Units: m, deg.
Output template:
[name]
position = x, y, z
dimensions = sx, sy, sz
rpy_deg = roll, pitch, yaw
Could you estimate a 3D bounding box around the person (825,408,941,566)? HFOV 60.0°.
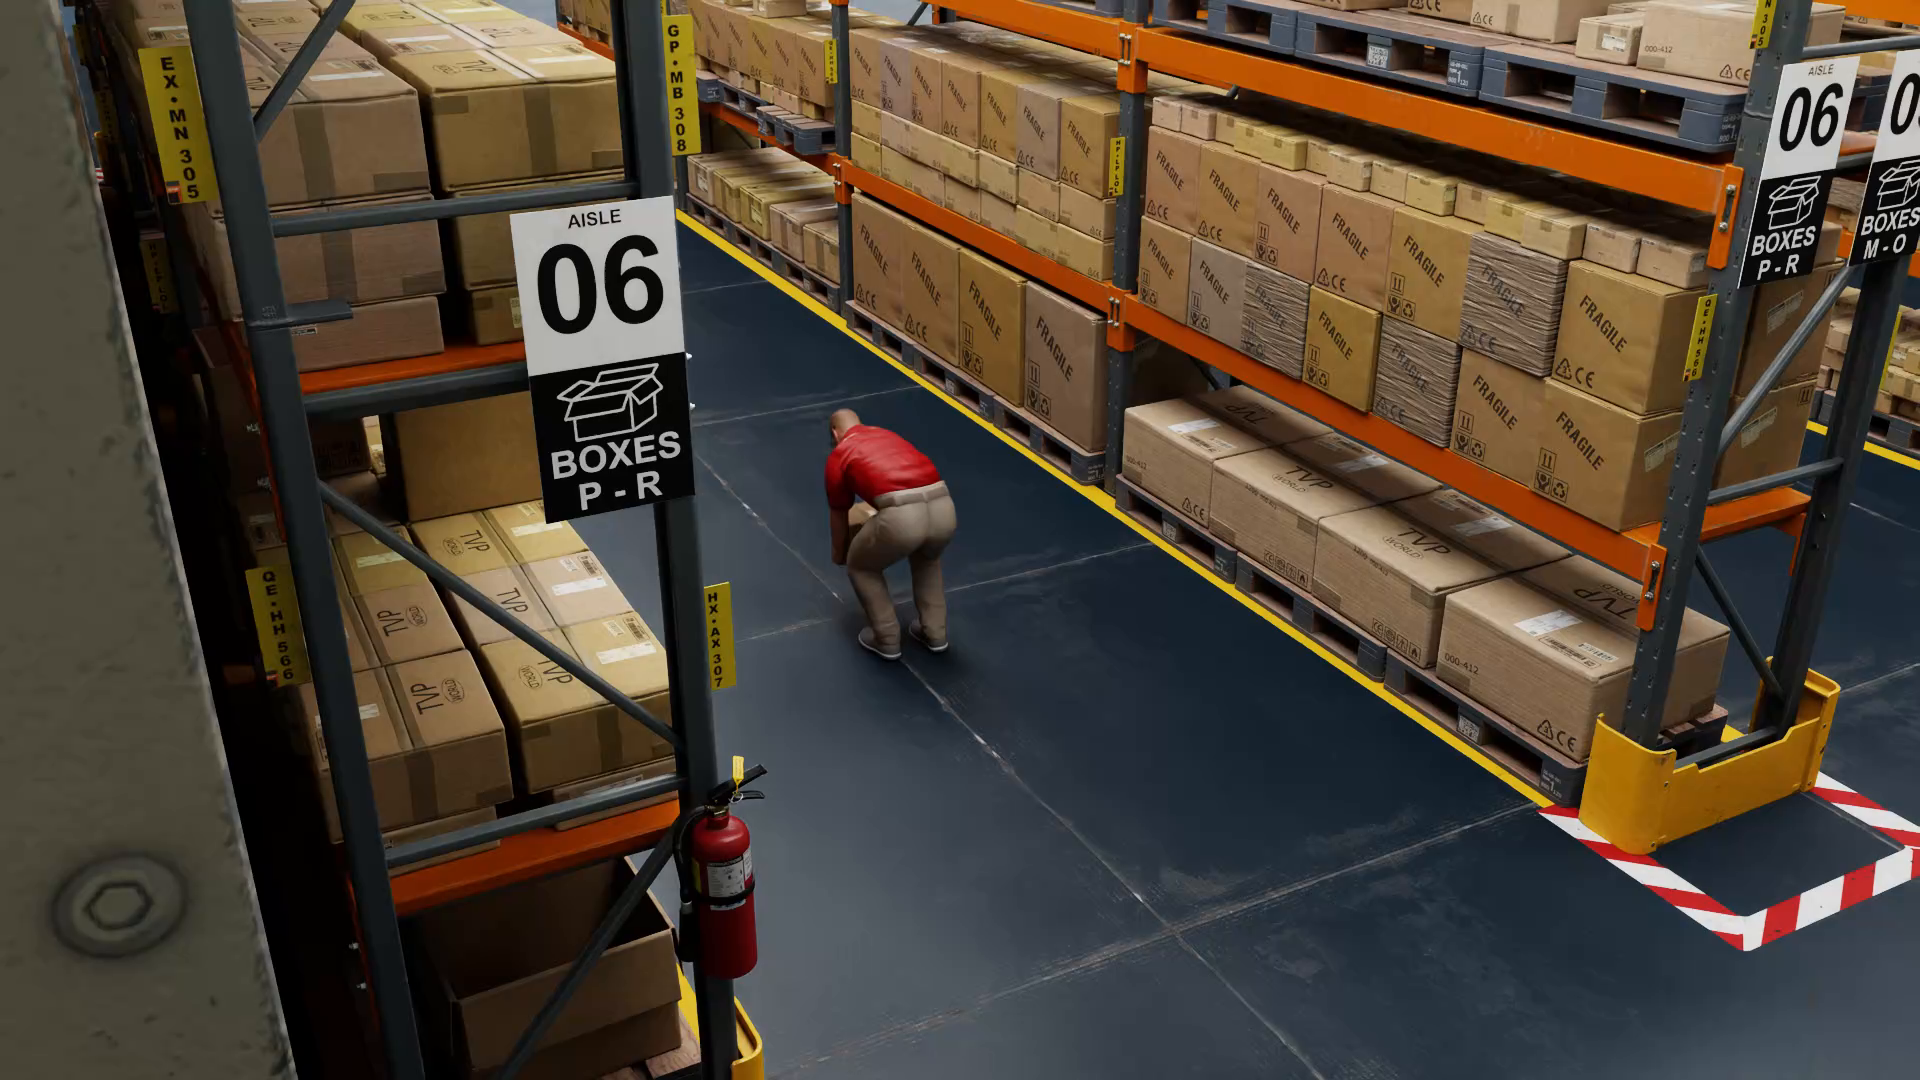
[person]
position = -0.423, -0.184, 8.434
dimensions = 0.473, 0.820, 0.805
rpy_deg = -14, 29, -27
